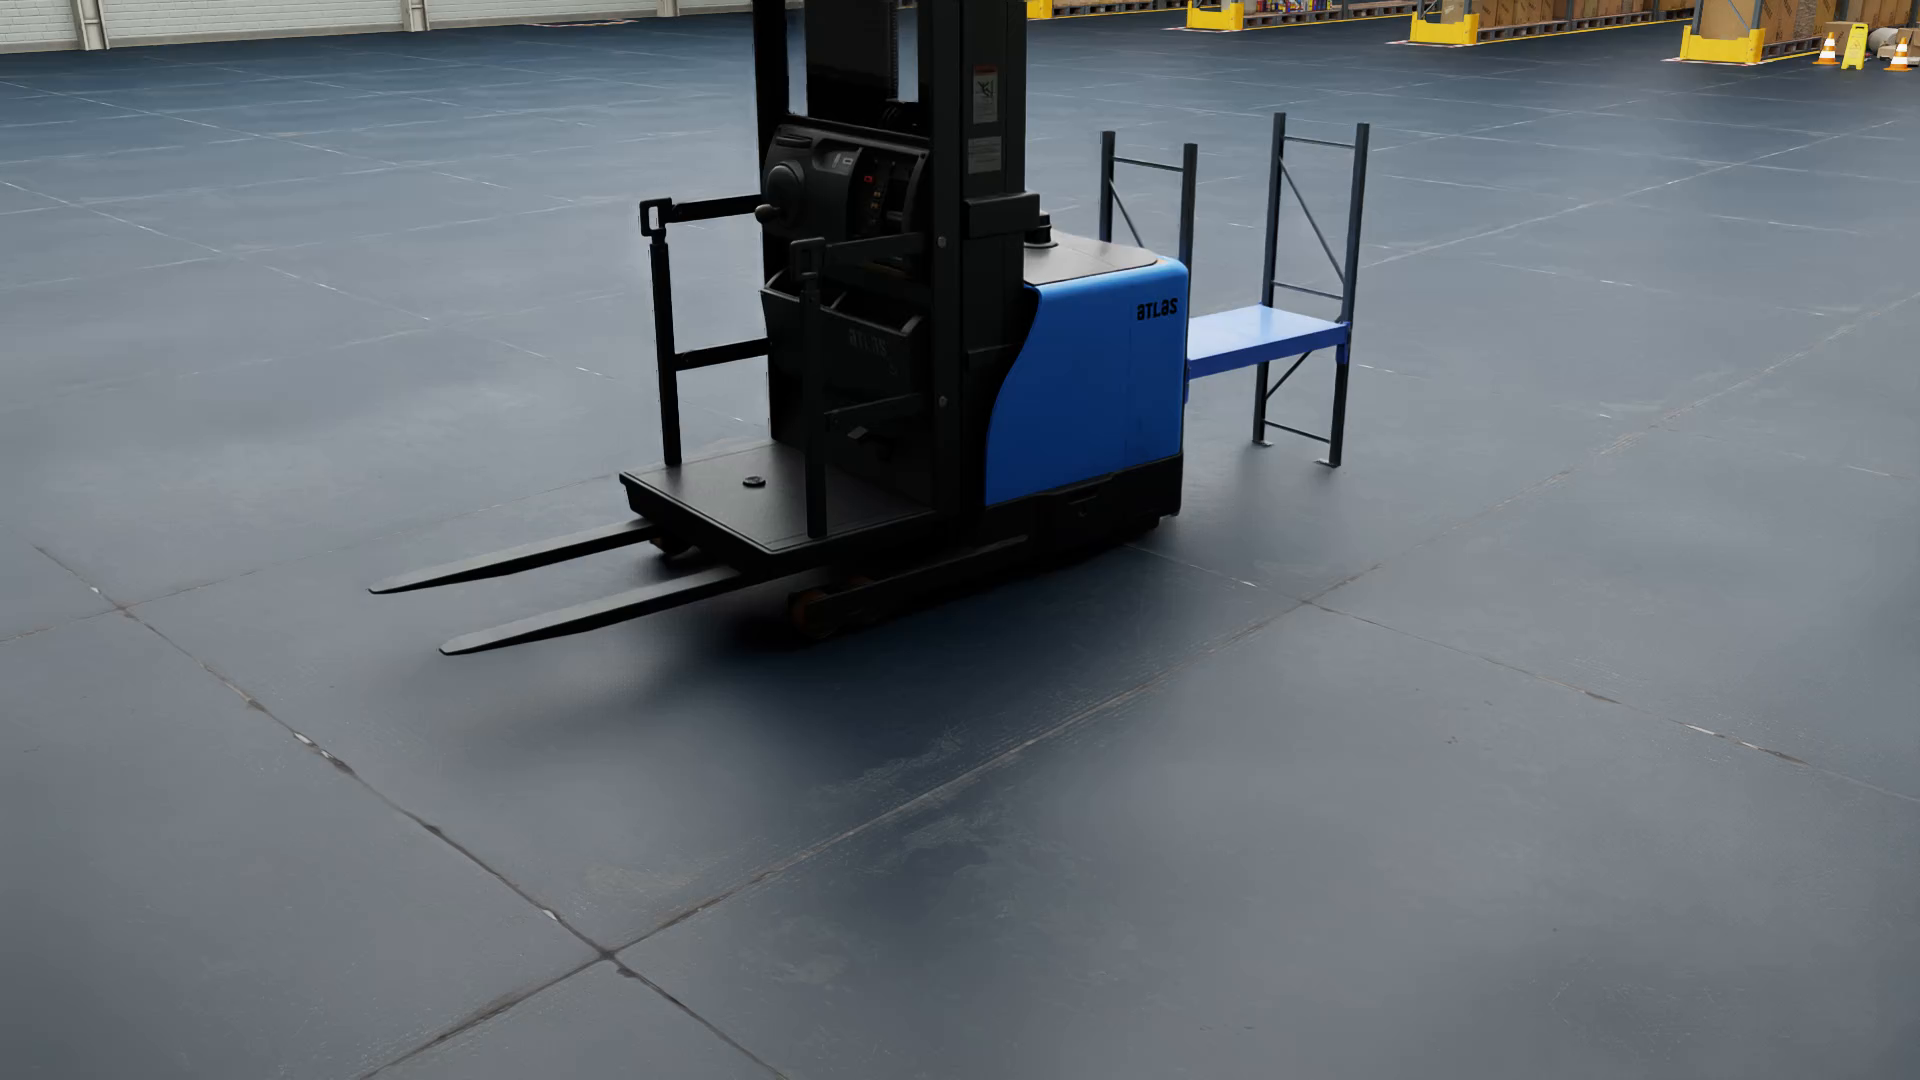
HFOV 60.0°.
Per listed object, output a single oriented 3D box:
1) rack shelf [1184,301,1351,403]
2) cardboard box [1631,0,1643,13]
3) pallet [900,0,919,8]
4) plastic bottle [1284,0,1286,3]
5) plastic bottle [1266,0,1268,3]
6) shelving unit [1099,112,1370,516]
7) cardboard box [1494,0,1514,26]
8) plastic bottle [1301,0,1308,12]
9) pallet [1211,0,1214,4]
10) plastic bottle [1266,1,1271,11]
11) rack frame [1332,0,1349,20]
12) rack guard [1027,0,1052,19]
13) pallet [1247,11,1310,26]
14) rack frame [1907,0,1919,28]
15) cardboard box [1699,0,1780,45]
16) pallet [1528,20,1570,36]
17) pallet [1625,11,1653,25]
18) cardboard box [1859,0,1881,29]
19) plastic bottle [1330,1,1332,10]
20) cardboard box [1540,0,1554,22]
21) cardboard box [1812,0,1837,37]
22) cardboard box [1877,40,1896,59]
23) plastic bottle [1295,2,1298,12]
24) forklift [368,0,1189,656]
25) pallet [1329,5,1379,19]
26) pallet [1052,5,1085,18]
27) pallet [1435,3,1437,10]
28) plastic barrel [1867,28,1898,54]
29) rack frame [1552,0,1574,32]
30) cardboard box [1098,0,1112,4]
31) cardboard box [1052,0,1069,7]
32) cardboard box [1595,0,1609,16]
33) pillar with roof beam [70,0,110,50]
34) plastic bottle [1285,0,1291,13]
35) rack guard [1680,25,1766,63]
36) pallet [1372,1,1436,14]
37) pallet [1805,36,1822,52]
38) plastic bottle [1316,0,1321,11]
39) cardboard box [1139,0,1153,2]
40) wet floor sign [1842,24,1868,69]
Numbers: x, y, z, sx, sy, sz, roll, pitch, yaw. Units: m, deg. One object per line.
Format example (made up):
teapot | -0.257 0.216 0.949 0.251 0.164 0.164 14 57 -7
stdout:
rack shelf | 1.135 -0.817 7.110 1.000 0.185 0.538 -16 26 -35
cardboard box | 13.705 -11.201 34.406 0.700 0.500 0.500 17 27 38
pallet | -1.424 -12.920 39.895 1.003 0.211 1.213 19 28 41
plastic bottle | 6.827 -11.368 35.048 0.144 0.351 0.185 18 27 38
plastic bottle | 6.288 -11.132 34.540 0.152 0.276 0.135 18 28 39
shelving unit | 1.135 -0.985 7.046 1.048 1.500 0.538 -16 26 -35
cardboard box | 9.868 -9.787 30.756 0.500 0.500 0.500 -17 27 -37
plastic bottle | 7.101 -11.074 34.389 0.135 0.276 0.152 -20 28 -41
pallet | 6.461 -13.316 40.926 1.003 0.211 1.213 19 28 41
plastic bottle | 6.390 -11.071 34.484 0.097 0.201 0.097 0 21 0
rack frame | 7.819 -12.551 35.048 1.000 3.000 0.127 19 28 41
rack guard | 1.466 -11.591 36.033 1.175 0.500 0.348 19 28 41
pallet | 6.470 -10.772 34.306 1.003 0.211 1.213 19 28 41
rack frame | 17.641 -11.072 31.200 1.000 3.000 0.127 19 28 41
cardboard box | 12.486 -8.411 26.653 0.875 0.875 0.875 19 28 41
pallet | 10.925 -9.828 31.851 1.003 0.211 1.213 19 28 41
pallet | 13.612 -10.837 34.476 1.003 0.211 1.213 19 28 41
cardboard box | 15.895 -9.619 29.970 1.050 0.750 0.750 19 28 41
plastic bottle | 7.789 -11.279 35.025 0.097 0.201 0.097 0 21 0
cardboard box | 11.060 -10.248 31.954 0.500 0.500 0.500 18 28 39
cardboard box | 14.362 -9.104 28.456 0.875 0.875 0.875 -20 28 -41
cardboard box | 14.972 -7.865 26.667 0.258 0.266 0.396 -14 25 -33
plastic bottle | 6.895 -10.949 34.168 0.097 0.201 0.097 0 21 0
forklift | -0.579 -1.243 5.722 3.031 2.935 1.130 -16 26 -35
pallet | 8.339 -11.461 36.099 1.003 0.211 1.213 19 28 41
pallet | 1.986 -11.669 36.640 1.003 0.211 1.213 19 28 41
pallet | 11.130 -12.491 38.778 1.003 0.211 1.213 19 28 41
plastic barrel | 15.159 -8.166 27.230 0.421 0.421 0.512 -2 21 -5
rack frame | 11.368 -11.311 31.823 1.000 3.000 0.127 19 28 41
cardboard box | 3.063 -12.143 37.235 0.500 0.250 0.500 19 28 41
cardboard box | 2.016 -11.758 36.232 0.500 0.250 0.500 19 28 41
cardboard box | 12.548 -10.764 33.270 0.700 0.500 0.500 16 26 36
pillar with roof beam | -11.673 -11.495 23.938 9.100 9.000 0.400 19 28 41
plastic bottle | 6.688 -10.902 33.930 0.133 0.283 0.061 -20 28 -41
rack guard | 12.044 -7.843 26.283 1.175 0.500 0.348 19 28 41
pallet | 10.041 -12.088 37.730 1.003 0.211 1.213 19 28 41
pallet | 14.265 -8.566 28.568 1.003 0.211 1.213 19 28 41
plastic bottle | 7.442 -11.233 34.697 0.144 0.351 0.185 18 27 38
cardboard box | 4.106 -12.530 38.241 0.500 0.250 0.500 19 28 41
wet floor sign | 13.459 -7.414 24.964 0.267 0.644 0.232 14 25 32
